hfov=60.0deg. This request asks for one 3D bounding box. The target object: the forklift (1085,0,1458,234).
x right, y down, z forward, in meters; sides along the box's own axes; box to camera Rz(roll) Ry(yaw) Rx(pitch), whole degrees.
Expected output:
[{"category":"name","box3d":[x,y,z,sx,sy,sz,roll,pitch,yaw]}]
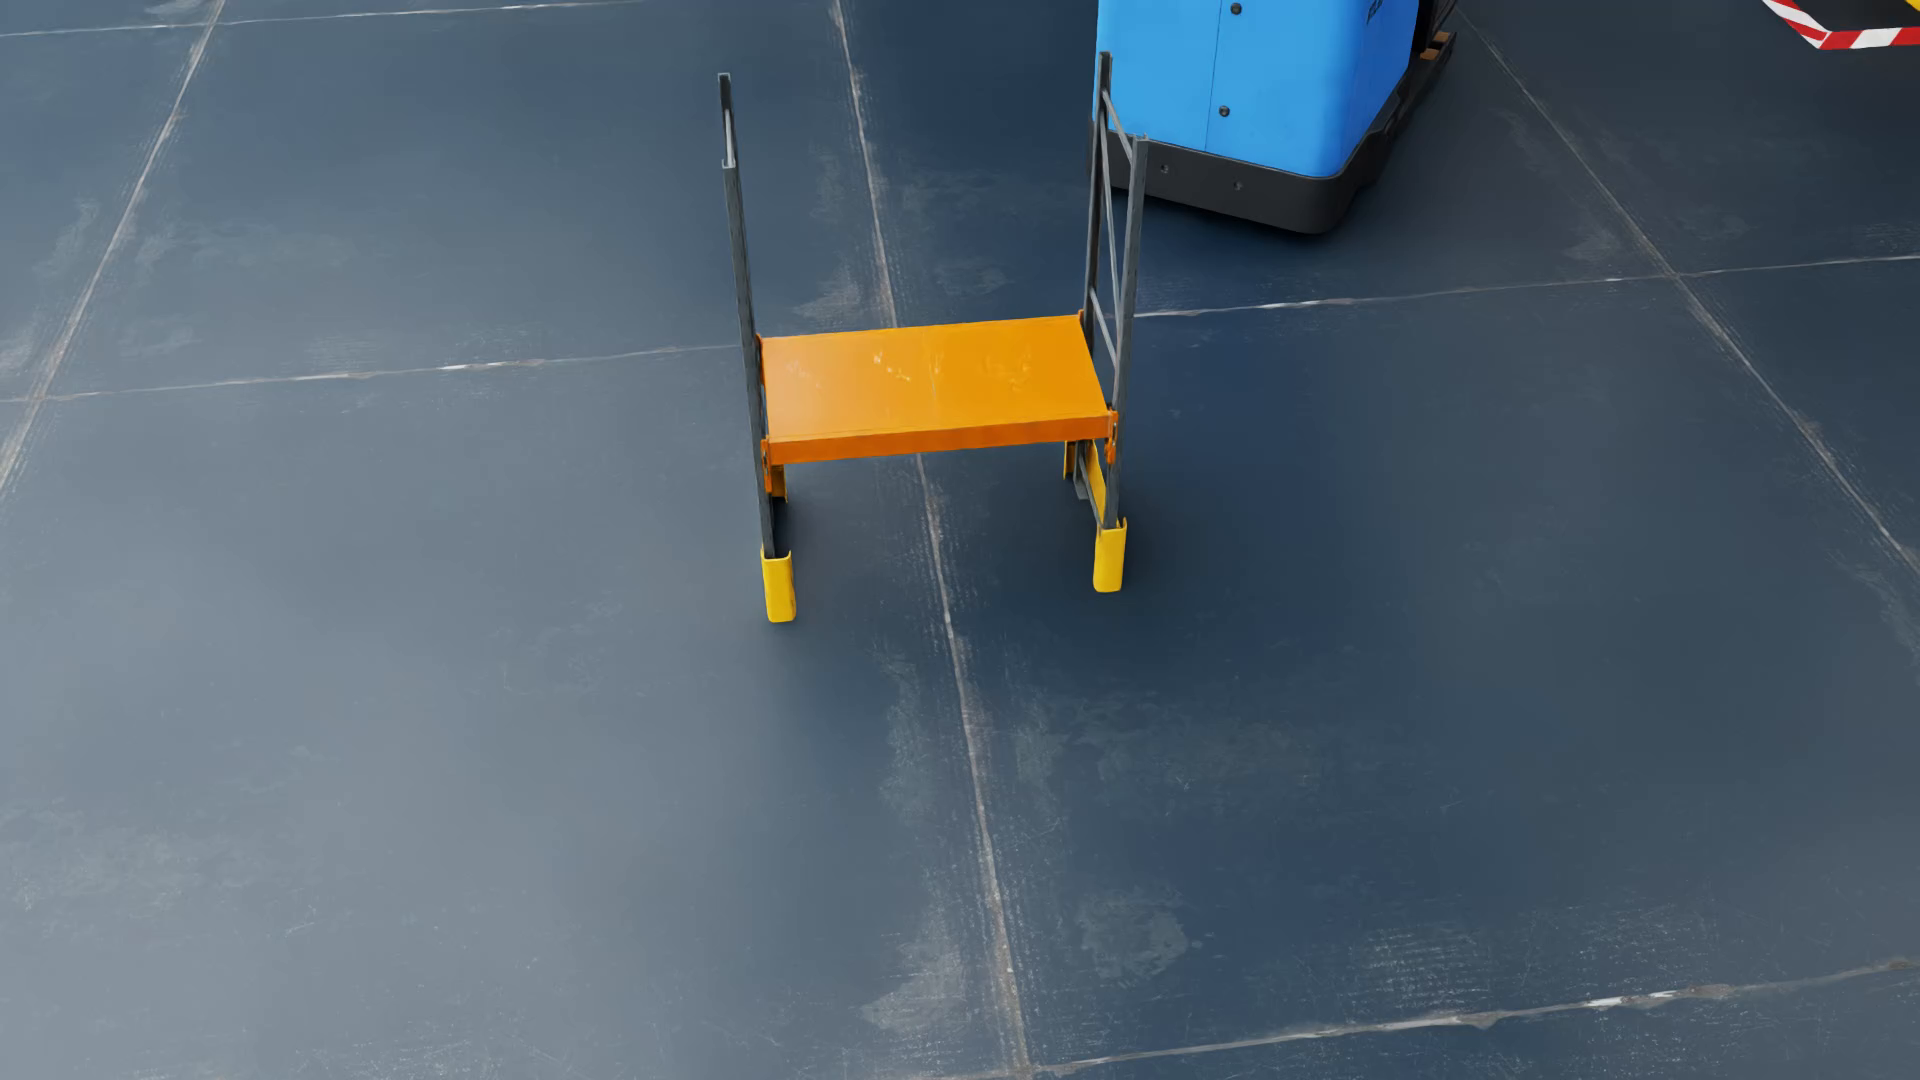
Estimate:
[{"category":"forklift","box3d":[1.624,-3.263,6.679,1.130,2.935,3.031,19,45,19]}]

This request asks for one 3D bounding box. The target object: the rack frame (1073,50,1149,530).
[{"category":"rack frame","box3d":[0.419,-0.594,4.788,0.032,1.500,0.500,-5,42,-6]}]

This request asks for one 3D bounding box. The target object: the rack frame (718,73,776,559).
[{"category":"rack frame","box3d":[-0.589,-0.505,4.691,0.032,1.500,0.500,-5,42,-6]}]

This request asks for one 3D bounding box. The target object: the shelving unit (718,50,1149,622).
[{"category":"shelving unit","box3d":[-0.076,-0.550,4.740,1.083,1.500,0.587,-5,42,-6]}]

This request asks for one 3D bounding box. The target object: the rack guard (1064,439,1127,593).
[{"category":"rack guard","box3d":[0.418,-0.129,5.207,0.087,0.250,0.587,-5,42,-6]}]

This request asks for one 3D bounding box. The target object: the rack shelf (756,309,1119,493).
[{"category":"rack shelf","box3d":[-0.085,-0.416,4.860,1.000,0.185,0.538,-5,42,-6]}]

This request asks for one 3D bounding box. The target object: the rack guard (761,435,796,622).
[{"category":"rack guard","box3d":[-0.569,-0.043,5.111,0.087,0.250,0.587,-5,42,-6]}]
